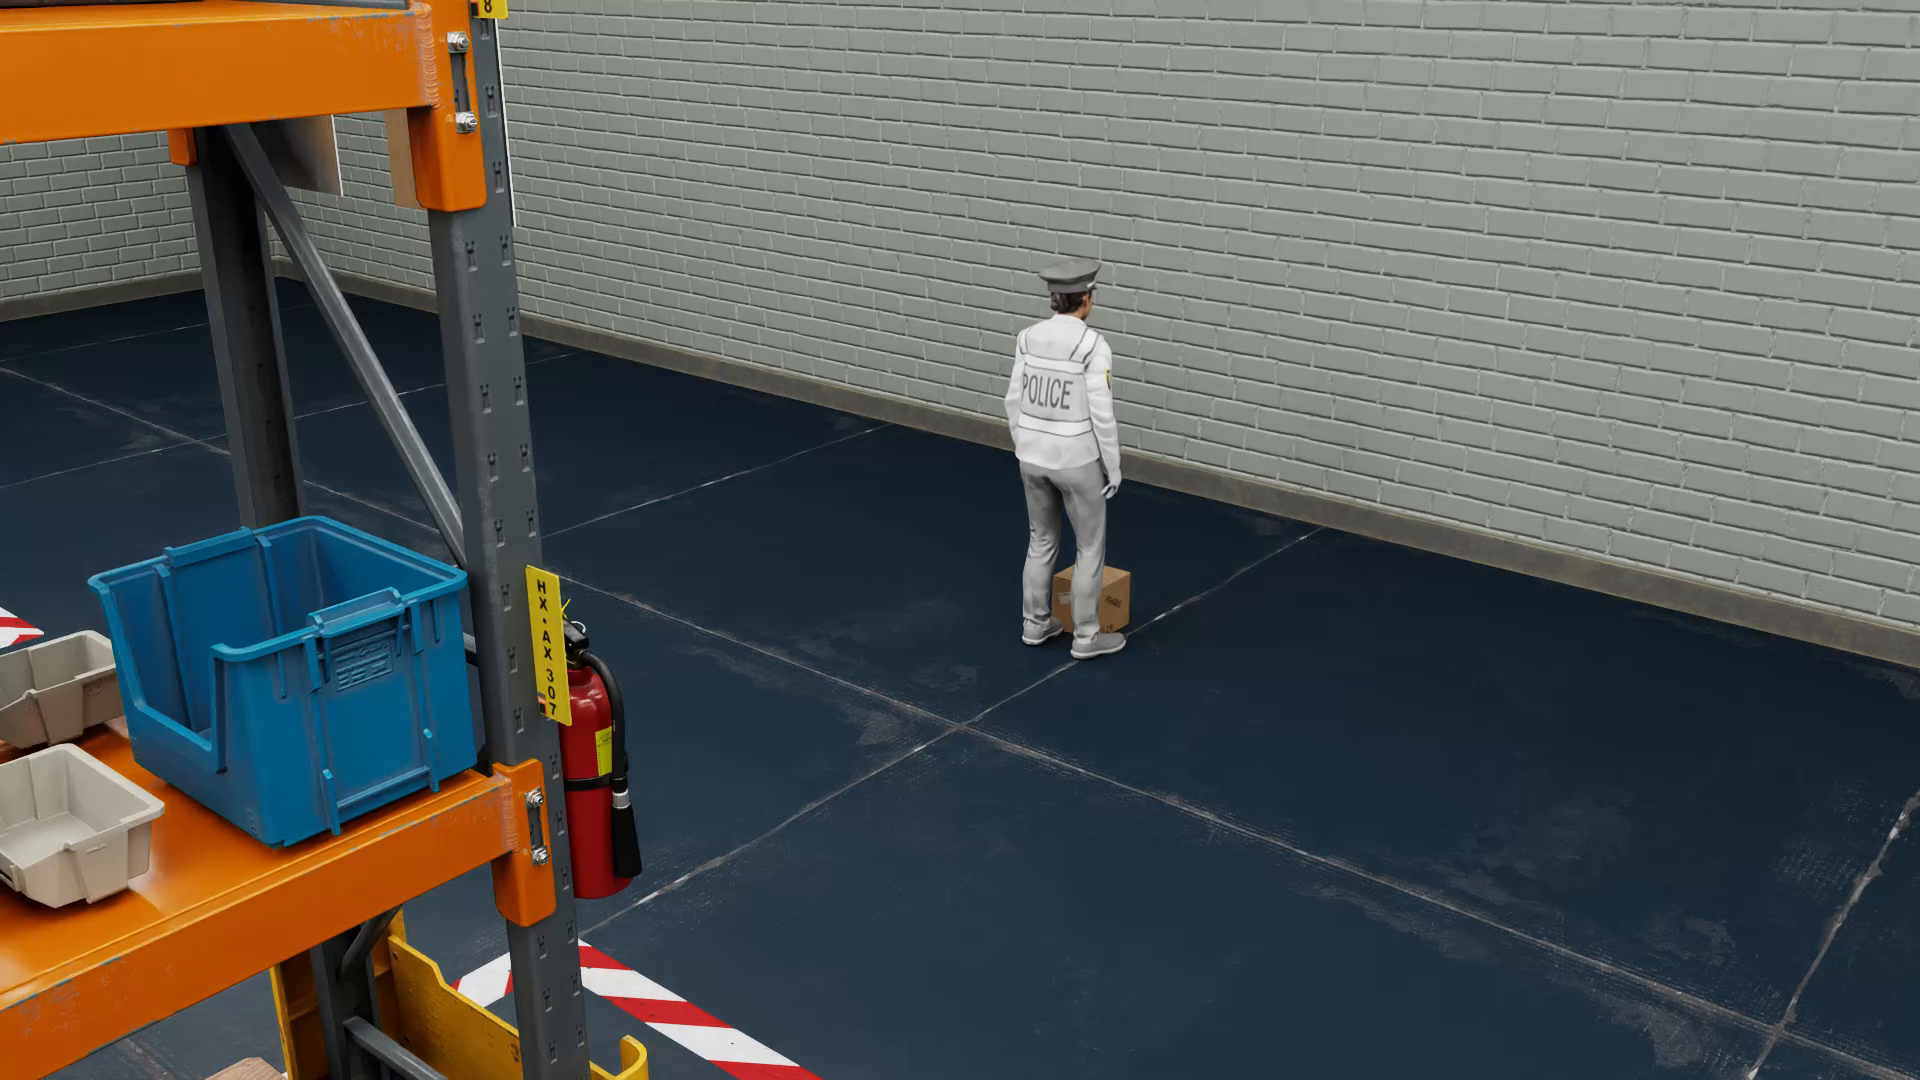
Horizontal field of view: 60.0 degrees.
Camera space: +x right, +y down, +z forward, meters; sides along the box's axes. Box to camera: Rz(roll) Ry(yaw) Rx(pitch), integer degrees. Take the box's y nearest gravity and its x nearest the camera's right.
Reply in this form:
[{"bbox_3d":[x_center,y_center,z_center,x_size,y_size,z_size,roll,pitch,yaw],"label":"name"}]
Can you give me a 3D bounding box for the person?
[{"bbox_3d":[0.434,-0.327,6.955,0.518,1.663,0.369,15,25,35],"label":"person"}]
